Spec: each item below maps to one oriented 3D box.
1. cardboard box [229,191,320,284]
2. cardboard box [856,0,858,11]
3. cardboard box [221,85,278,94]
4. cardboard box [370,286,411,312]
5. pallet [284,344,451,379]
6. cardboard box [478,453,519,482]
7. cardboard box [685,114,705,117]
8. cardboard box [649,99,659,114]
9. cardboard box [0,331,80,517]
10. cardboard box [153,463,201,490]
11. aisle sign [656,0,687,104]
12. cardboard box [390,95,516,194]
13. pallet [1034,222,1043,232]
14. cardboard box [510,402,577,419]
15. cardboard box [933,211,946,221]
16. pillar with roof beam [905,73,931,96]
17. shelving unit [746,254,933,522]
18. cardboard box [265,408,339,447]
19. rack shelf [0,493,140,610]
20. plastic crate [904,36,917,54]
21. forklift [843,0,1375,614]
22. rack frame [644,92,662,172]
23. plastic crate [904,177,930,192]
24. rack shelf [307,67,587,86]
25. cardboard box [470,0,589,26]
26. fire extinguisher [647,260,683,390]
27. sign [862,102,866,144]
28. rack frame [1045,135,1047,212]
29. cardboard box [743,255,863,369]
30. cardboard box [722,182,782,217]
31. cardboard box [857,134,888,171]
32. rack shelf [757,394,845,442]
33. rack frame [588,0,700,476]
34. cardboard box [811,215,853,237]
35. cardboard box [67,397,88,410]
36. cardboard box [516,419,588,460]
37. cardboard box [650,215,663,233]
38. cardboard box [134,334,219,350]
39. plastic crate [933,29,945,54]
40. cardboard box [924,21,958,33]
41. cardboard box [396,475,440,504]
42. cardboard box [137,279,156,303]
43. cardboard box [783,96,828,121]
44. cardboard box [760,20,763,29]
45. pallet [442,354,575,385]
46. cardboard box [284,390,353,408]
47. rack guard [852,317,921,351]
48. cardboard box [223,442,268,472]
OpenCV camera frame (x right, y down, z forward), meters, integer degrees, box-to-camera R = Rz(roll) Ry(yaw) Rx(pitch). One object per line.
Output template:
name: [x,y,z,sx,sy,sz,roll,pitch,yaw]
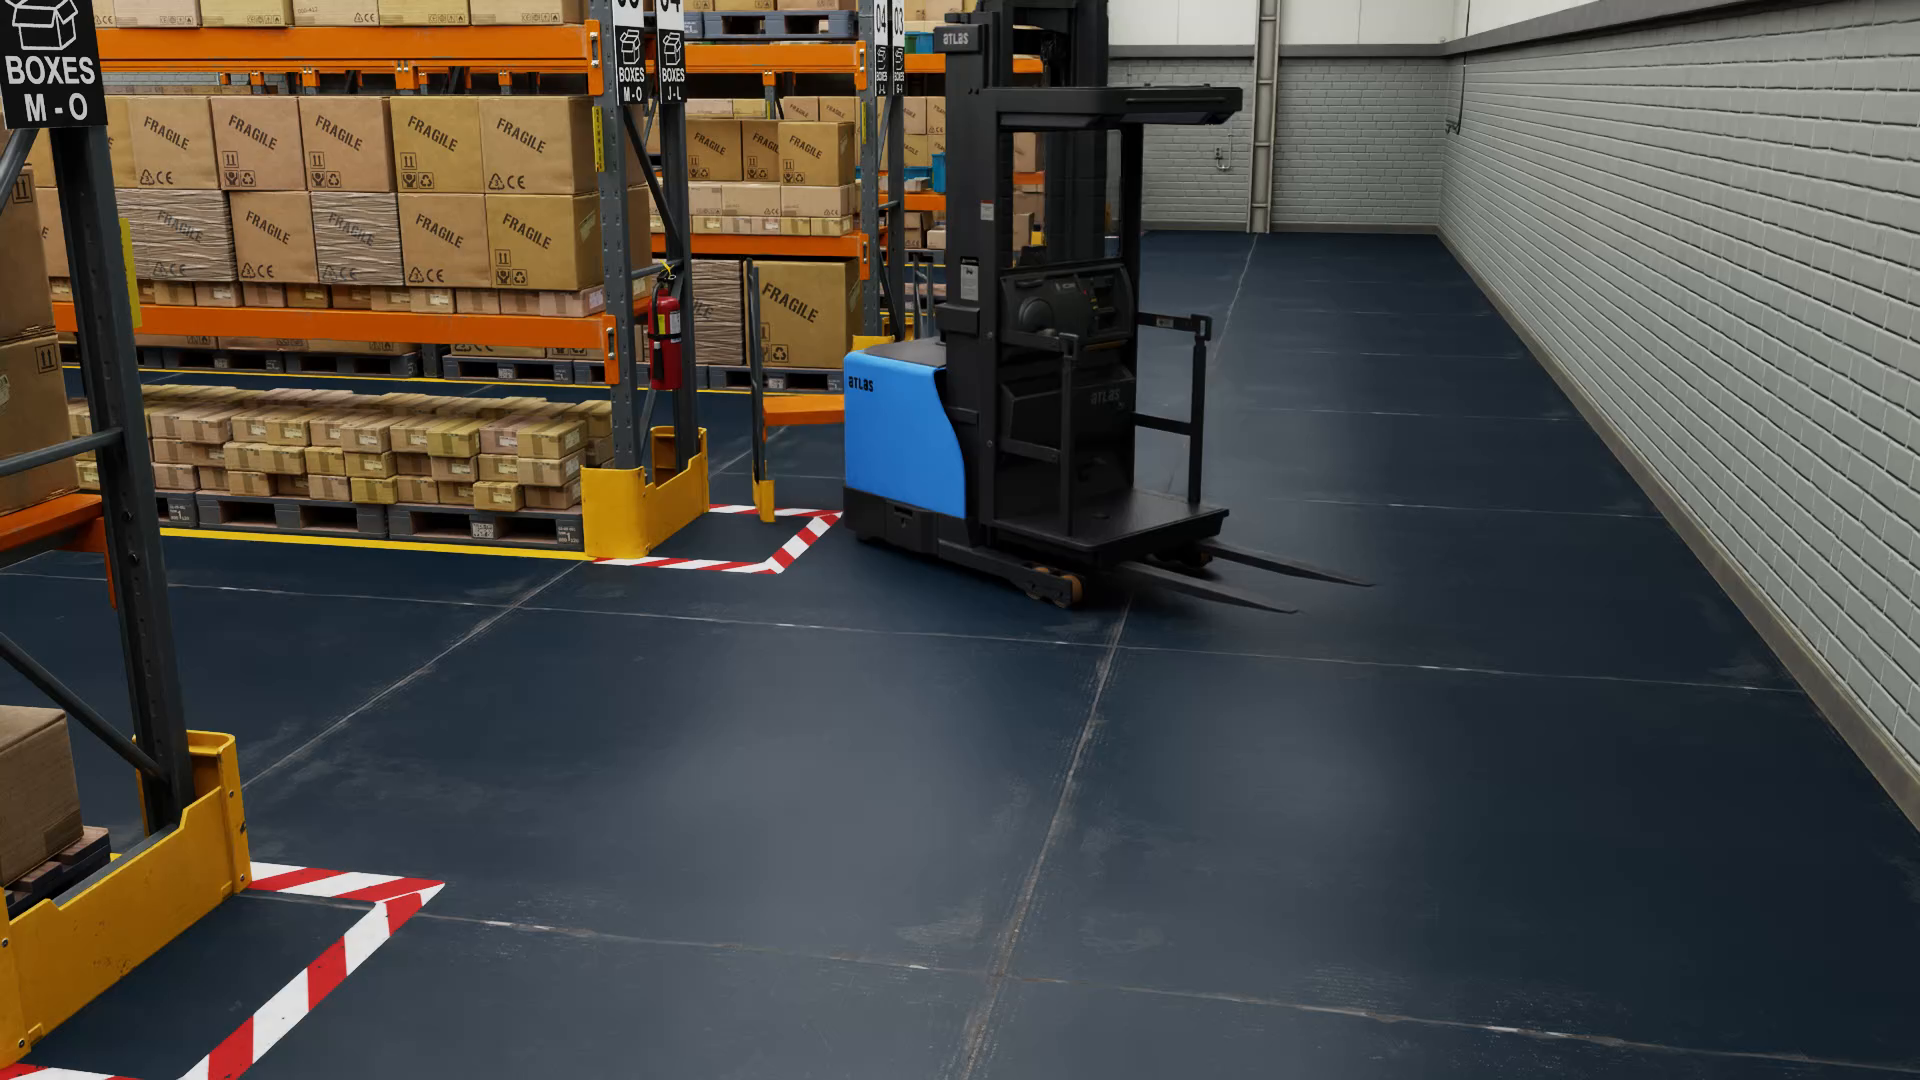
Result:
cardboard box: [-3.708,-1.724,9.353,0.500,0.500,0.500,4,16,14]
cardboard box: [-1.145,-7.461,23.128,0.500,0.500,0.700,3,16,11]
cardboard box: [-10.858,-6.711,25.482,0.500,0.500,0.700,3,16,11]
cardboard box: [-3.095,-1.378,9.317,0.250,0.149,0.380,2,16,9]
pallet: [-5.331,-1.676,15.147,1.213,0.211,1.003,3,16,11]
cardboard box: [-2.547,-0.447,9.483,0.250,0.149,0.380,3,16,10]
cardboard box: [-4.582,-7.177,29.000,0.500,0.500,0.500,4,16,13]
cardboard box: [-5.097,-7.568,29.008,0.500,0.250,0.500,3,16,12]
cardboard box: [-3.028,-0.342,4.921,0.500,0.500,0.500,3,16,11]
cardboard box: [-4.581,-0.417,9.933,0.250,0.149,0.380,3,16,10]
aisle sign: [-1.596,-2.821,9.187,0.004,0.787,0.394,3,16,11]
cardboard box: [-2.722,-2.153,9.029,0.500,0.500,0.500,3,16,9]
pallet: [1.522,-5.351,28.415,1.213,0.211,1.003,3,16,11]
cardboard box: [-2.467,-0.709,9.871,0.250,0.149,0.380,3,16,12]
cardboard box: [-0.395,-5.789,28.669,0.500,0.500,0.700,3,16,11]
pillar with roof beam: [-1.598,-8.840,24.548,0.400,9.000,9.100,3,16,11]
shelving unit: [-0.711,-0.934,10.055,1.083,1.500,0.587,-3,16,-11]
cardboard box: [-3.825,-0.659,9.692,0.250,0.149,0.380,3,16,11]
rack shelf: [-4.575,0.047,5.051,4.000,0.370,1.077,3,16,11]
plastic crate: [-0.676,-5.403,18.155,0.336,0.188,0.450,3,16,11]
forklift: [0.705,-1.228,8.435,1.130,2.935,3.031,-14,21,-41]
rack frame: [-3.573,-4.294,19.376,0.127,3.000,1.000,3,16,11]
plastic crate: [-0.488,-3.979,18.620,0.243,0.136,0.396,3,16,11]
rack shelf: [-5.533,-5.500,19.455,4.000,0.370,1.077,3,16,11]
cardboard box: [-2.226,-2.822,8.722,0.500,0.250,0.500,3,16,10]
fire extinguisher: [-1.573,-1.143,8.841,0.183,0.674,0.296,3,16,11]
sign: [-0.762,-3.317,13.234,0.005,0.325,0.100,3,16,11]
rack frame: [1.338,-5.377,23.285,0.127,3.000,1.000,3,16,11]
cardboard box: [-1.283,-1.977,14.205,0.875,0.875,0.875,3,16,11]
cardboard box: [-1.665,-2.840,13.851,0.500,0.250,0.500,3,16,10]
cardboard box: [-1.145,-5.486,23.491,0.500,0.500,0.500,3,16,11]
rack shelf: [-0.720,-0.760,10.101,1.000,0.185,0.538,-3,16,-11]
rack frame: [-1.727,-1.494,9.265,0.127,3.000,1.000,3,16,11]
cardboard box: [-1.055,-2.598,13.721,0.250,0.149,0.380,3,16,12]
cardboard box: [-5.351,-0.749,10.017,0.250,0.149,0.380,4,16,13]
cardboard box: [-2.297,-0.571,9.373,0.250,0.149,0.380,3,16,12]
cardboard box: [-2.553,-2.679,14.015,0.250,0.149,0.380,3,16,12]
cardboard box: [-6.936,-2.298,15.363,0.875,0.875,1.225,3,16,11]
plastic crate: [0.025,-5.557,18.562,0.590,0.269,0.497,3,16,11]
cardboard box: [-0.196,-7.006,22.891,0.500,0.250,0.500,3,16,11]
cardboard box: [-3.043,-0.329,9.615,0.250,0.149,0.380,3,16,12]
cardboard box: [-4.630,-1.474,9.665,0.250,0.149,0.380,2,16,9]
cardboard box: [-2.176,-6.021,23.550,0.500,0.500,0.500,4,16,13]
cardboard box: [-3.061,-7.380,23.736,0.600,0.600,0.600,2,16,6]
pallet: [-3.830,-1.594,14.850,1.213,0.211,1.003,3,16,11]
cardboard box: [-3.954,-0.821,10.275,0.250,0.149,0.380,3,16,9]
rack guard: [-0.617,-1.580,14.259,0.348,0.500,1.175,3,16,11]
cardboard box: [-4.081,-0.516,9.732,0.250,0.149,0.380,3,16,11]
